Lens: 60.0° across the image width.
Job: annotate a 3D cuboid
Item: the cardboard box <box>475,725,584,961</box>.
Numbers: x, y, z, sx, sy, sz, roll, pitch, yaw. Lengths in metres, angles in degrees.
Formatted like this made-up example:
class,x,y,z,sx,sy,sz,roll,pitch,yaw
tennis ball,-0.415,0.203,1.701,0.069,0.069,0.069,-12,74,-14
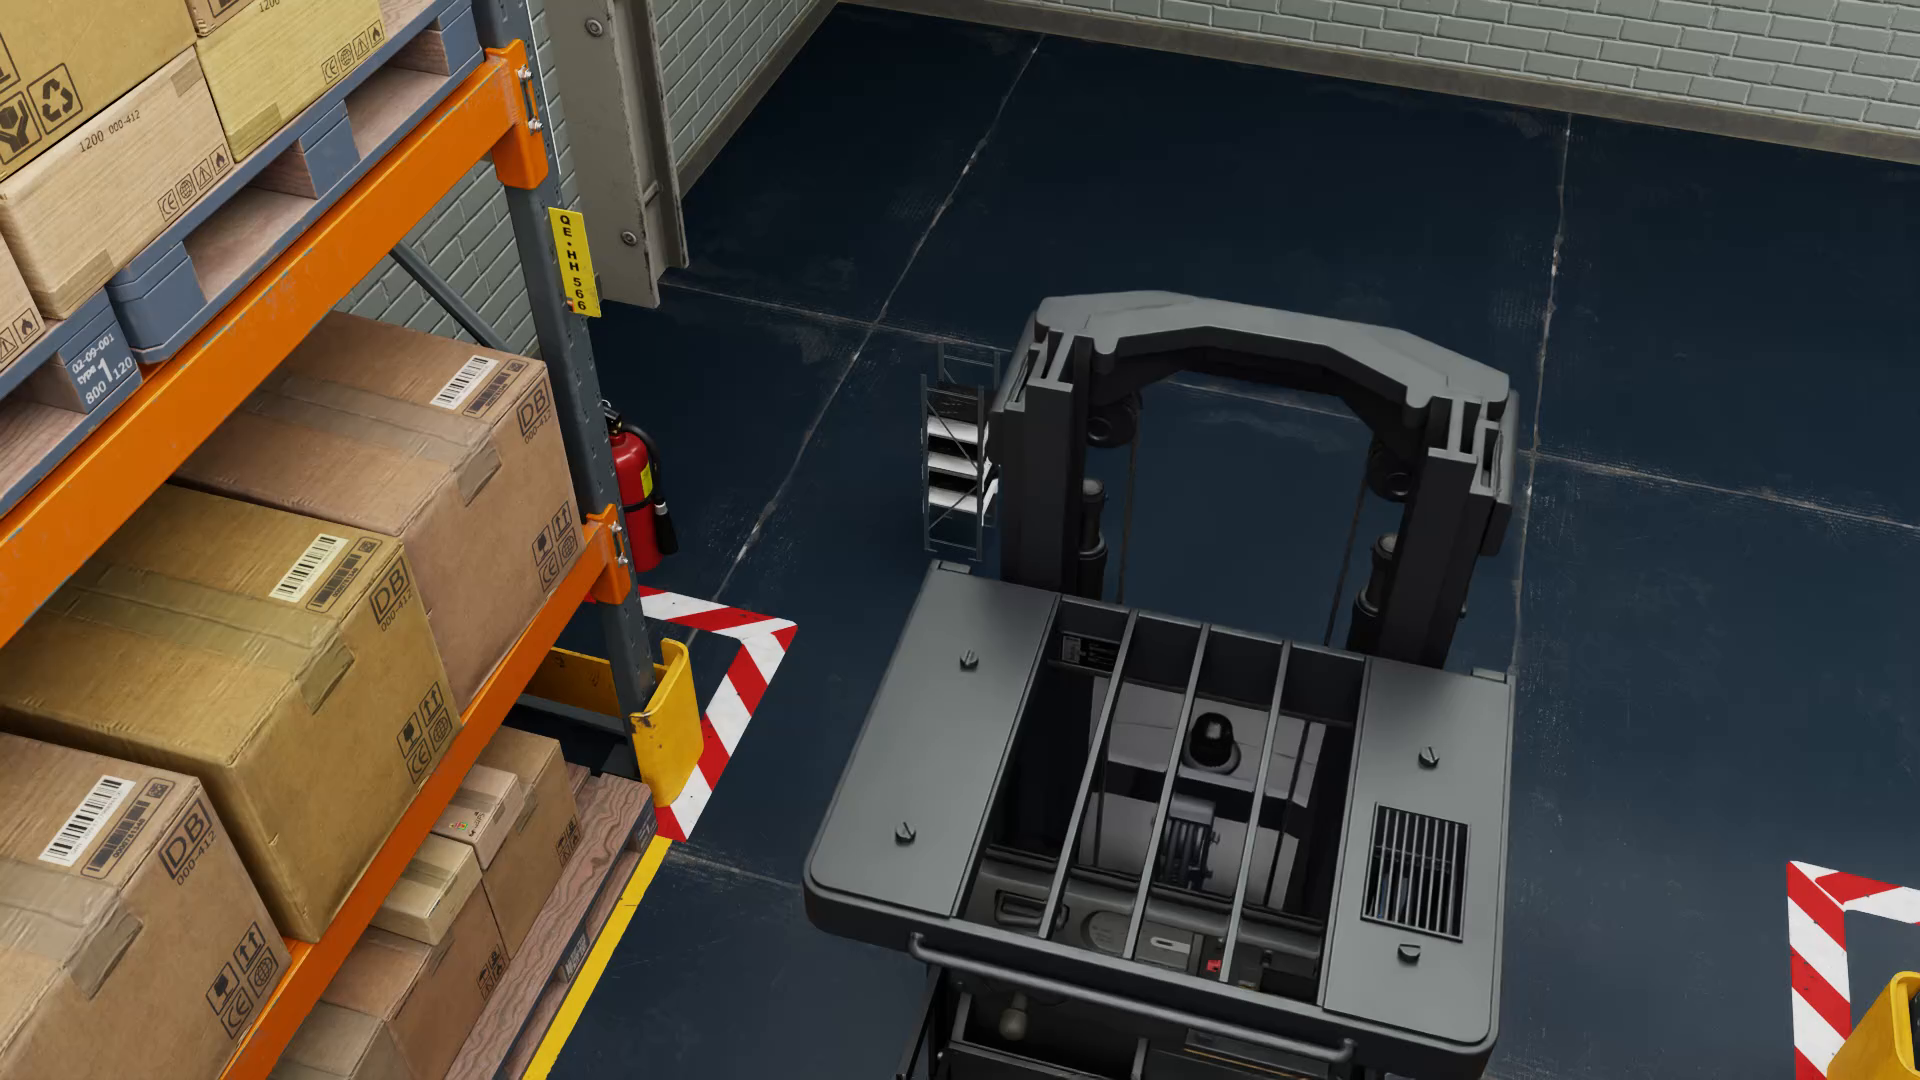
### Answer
class,x,y,z,sx,sy,sz,roll,pitch,yaw
cardboard box,-1.638,0.883,5.190,0.700,0.500,0.500,13,46,13

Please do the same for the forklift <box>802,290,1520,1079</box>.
class,x,y,z,sx,sy,sz,roll,pitch,yaw
forklift,0.384,1.077,3.554,1.130,2.935,3.031,11,45,11

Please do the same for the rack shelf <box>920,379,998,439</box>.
class,x,y,z,sx,sy,sz,roll,pitch,yaw
rack shelf,0.002,-0.496,6.275,0.258,0.077,0.200,13,46,13

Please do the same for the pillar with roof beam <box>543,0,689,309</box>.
class,x,y,z,sx,sy,sz,roll,pitch,yaw
pillar with roof beam,2.575,-3.563,3.958,9.100,9.000,0.400,13,46,13

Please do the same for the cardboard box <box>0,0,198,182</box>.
class,x,y,z,sx,sy,sz,roll,pitch,yaw
cardboard box,-1.645,-0.944,2.624,0.500,0.500,0.500,14,46,14

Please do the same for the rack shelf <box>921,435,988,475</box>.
class,x,y,z,sx,sy,sz,roll,pitch,yaw
rack shelf,0.002,-0.368,6.401,0.258,0.077,0.200,13,46,13

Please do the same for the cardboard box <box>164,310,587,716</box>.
class,x,y,z,sx,sy,sz,roll,pitch,yaw
cardboard box,-1.666,-0.113,4.507,0.980,0.700,0.700,14,46,14

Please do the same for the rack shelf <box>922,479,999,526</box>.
class,x,y,z,sx,sy,sz,roll,pitch,yaw
rack shelf,0.002,-0.175,6.590,0.258,0.077,0.200,13,46,13

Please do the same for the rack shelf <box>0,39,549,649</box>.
class,x,y,z,sx,sy,sz,roll,pitch,yaw
rack shelf,-2.127,0.170,2.801,1.077,0.370,4.000,13,46,13

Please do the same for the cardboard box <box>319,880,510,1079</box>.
class,x,y,z,sx,sy,sz,roll,pitch,yaw
cardboard box,-1.789,1.216,4.849,0.700,0.500,0.500,12,46,12

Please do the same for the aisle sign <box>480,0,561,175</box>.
class,x,y,z,sx,sy,sz,roll,pitch,yaw
aisle sign,-1.214,-1.262,4.036,0.394,0.787,0.004,13,46,13

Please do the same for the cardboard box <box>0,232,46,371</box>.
class,x,y,z,sx,sy,sz,roll,pitch,yaw
cardboard box,-1.800,-0.313,2.516,0.500,0.250,0.500,11,45,11

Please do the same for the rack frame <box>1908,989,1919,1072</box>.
class,x,y,z,sx,sy,sz,roll,pitch,yaw
rack frame,3.201,0.699,3.891,1.000,3.000,0.127,13,46,13

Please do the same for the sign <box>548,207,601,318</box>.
class,x,y,z,sx,sy,sz,roll,pitch,yaw
sign,-1.008,-0.723,4.346,0.100,0.325,0.005,13,46,13

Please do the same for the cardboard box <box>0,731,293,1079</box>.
class,x,y,z,sx,sy,sz,roll,pitch,yaw
cardboard box,-2.116,0.880,3.491,0.980,0.700,0.700,10,45,11

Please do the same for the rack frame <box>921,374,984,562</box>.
class,x,y,z,sx,sy,sz,roll,pitch,yaw
rack frame,-0.028,-0.259,6.372,0.240,0.900,0.006,13,46,13

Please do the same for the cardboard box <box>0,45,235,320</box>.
class,x,y,z,sx,sy,sz,roll,pitch,yaw
cardboard box,-1.647,-0.661,2.872,0.500,0.250,0.500,11,45,11

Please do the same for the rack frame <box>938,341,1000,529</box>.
class,x,y,z,sx,sy,sz,roll,pitch,yaw
rack frame,0.033,-0.395,6.510,0.240,0.900,0.006,13,46,13

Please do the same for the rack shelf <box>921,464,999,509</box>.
class,x,y,z,sx,sy,sz,roll,pitch,yaw
rack shelf,0.002,-0.239,6.527,0.258,0.077,0.200,13,46,13

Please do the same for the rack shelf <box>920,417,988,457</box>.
class,x,y,z,sx,sy,sz,roll,pitch,yaw
rack shelf,0.002,-0.432,6.338,0.258,0.077,0.200,13,46,13

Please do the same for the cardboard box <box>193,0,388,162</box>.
class,x,y,z,sx,sy,sz,roll,pitch,yaw
cardboard box,-1.490,-1.008,3.226,0.500,0.250,0.500,14,46,14

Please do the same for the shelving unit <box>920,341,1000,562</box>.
class,x,y,z,sx,sy,sz,roll,pitch,yaw
shelving unit,0.002,-0.327,6.441,0.258,0.900,0.210,13,46,13

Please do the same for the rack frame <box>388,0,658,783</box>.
class,x,y,z,sx,sy,sz,roll,pitch,yaw
rack frame,-1.521,-0.348,4.961,1.000,3.000,0.127,13,46,13

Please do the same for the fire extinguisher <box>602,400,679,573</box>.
class,x,y,z,sx,sy,sz,roll,pitch,yaw
fire extinguisher,-1.036,-0.190,5.121,0.296,0.674,0.183,13,46,13

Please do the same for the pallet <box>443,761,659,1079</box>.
class,x,y,z,sx,sy,sz,roll,pitch,yaw
pallet,-1.689,1.198,5.375,1.003,0.211,1.213,13,46,13

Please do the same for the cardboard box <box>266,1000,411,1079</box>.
class,x,y,z,sx,sy,sz,roll,pitch,yaw
cardboard box,-1.941,1.552,4.506,0.700,0.500,0.500,11,45,11

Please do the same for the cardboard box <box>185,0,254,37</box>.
class,x,y,z,sx,sy,sz,roll,pitch,yaw
cardboard box,-1.483,-1.275,2.963,0.500,0.500,0.500,12,46,12

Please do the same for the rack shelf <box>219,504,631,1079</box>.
class,x,y,z,sx,sy,sz,roll,pitch,yaw
rack shelf,-2.127,1.242,3.850,1.077,0.370,4.000,13,46,13

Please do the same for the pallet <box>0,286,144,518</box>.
class,x,y,z,sx,sy,sz,roll,pitch,yaw
pallet,-2.104,-0.076,2.602,1.003,0.211,1.213,13,46,13

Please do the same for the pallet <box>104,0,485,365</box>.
class,x,y,z,sx,sy,sz,roll,pitch,yaw
pallet,-1.736,-0.892,3.435,1.003,0.211,1.213,13,46,13

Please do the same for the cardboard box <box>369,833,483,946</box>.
class,x,y,z,sx,sy,sz,roll,pitch,yaw
cardboard box,-1.580,0.946,4.662,0.380,0.149,0.250,14,46,14

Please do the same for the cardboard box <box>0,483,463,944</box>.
class,x,y,z,sx,sy,sz,roll,pitch,yaw
cardboard box,-1.876,0.374,4.009,0.980,0.700,0.700,12,46,12

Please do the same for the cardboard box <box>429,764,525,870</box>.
class,x,y,z,sx,sy,sz,roll,pitch,yaw
cardboard box,-1.503,0.775,4.836,0.380,0.149,0.250,12,46,12

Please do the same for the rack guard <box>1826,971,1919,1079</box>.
class,x,y,z,sx,sy,sz,roll,pitch,yaw
rack guard,3.178,1.643,4.714,1.175,0.500,0.348,13,46,13

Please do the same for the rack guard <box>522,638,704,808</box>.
class,x,y,z,sx,sy,sz,roll,pitch,yaw
rack guard,-1.514,0.529,5.852,1.175,0.500,0.348,13,46,13

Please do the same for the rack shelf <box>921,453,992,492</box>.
class,x,y,z,sx,sy,sz,roll,pitch,yaw
rack shelf,0.002,-0.303,6.464,0.258,0.077,0.200,13,46,13
